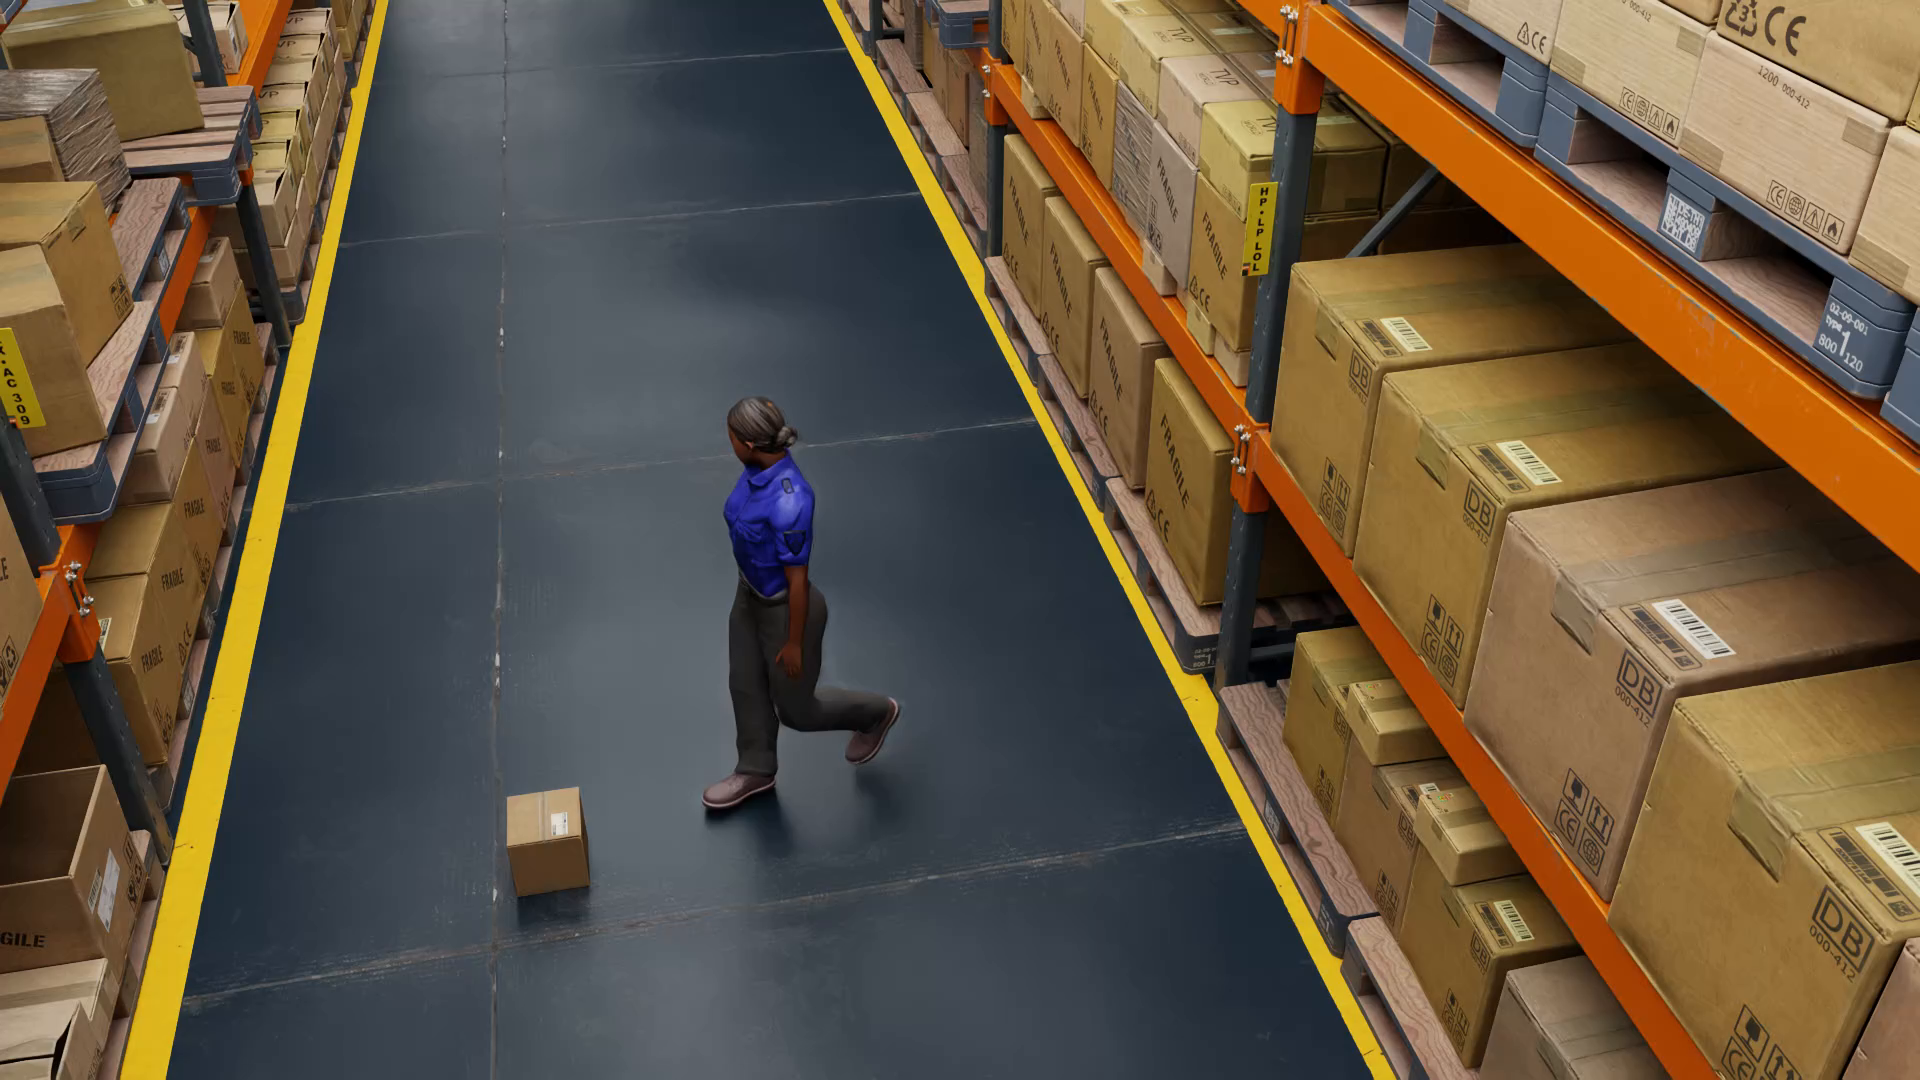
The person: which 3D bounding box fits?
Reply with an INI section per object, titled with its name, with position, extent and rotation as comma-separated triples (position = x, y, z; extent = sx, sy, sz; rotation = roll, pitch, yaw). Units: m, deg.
[person]
position = -0.711, 0.254, 5.747
extent = 0.504, 1.653, 0.479
rotation = -19, 39, -25
